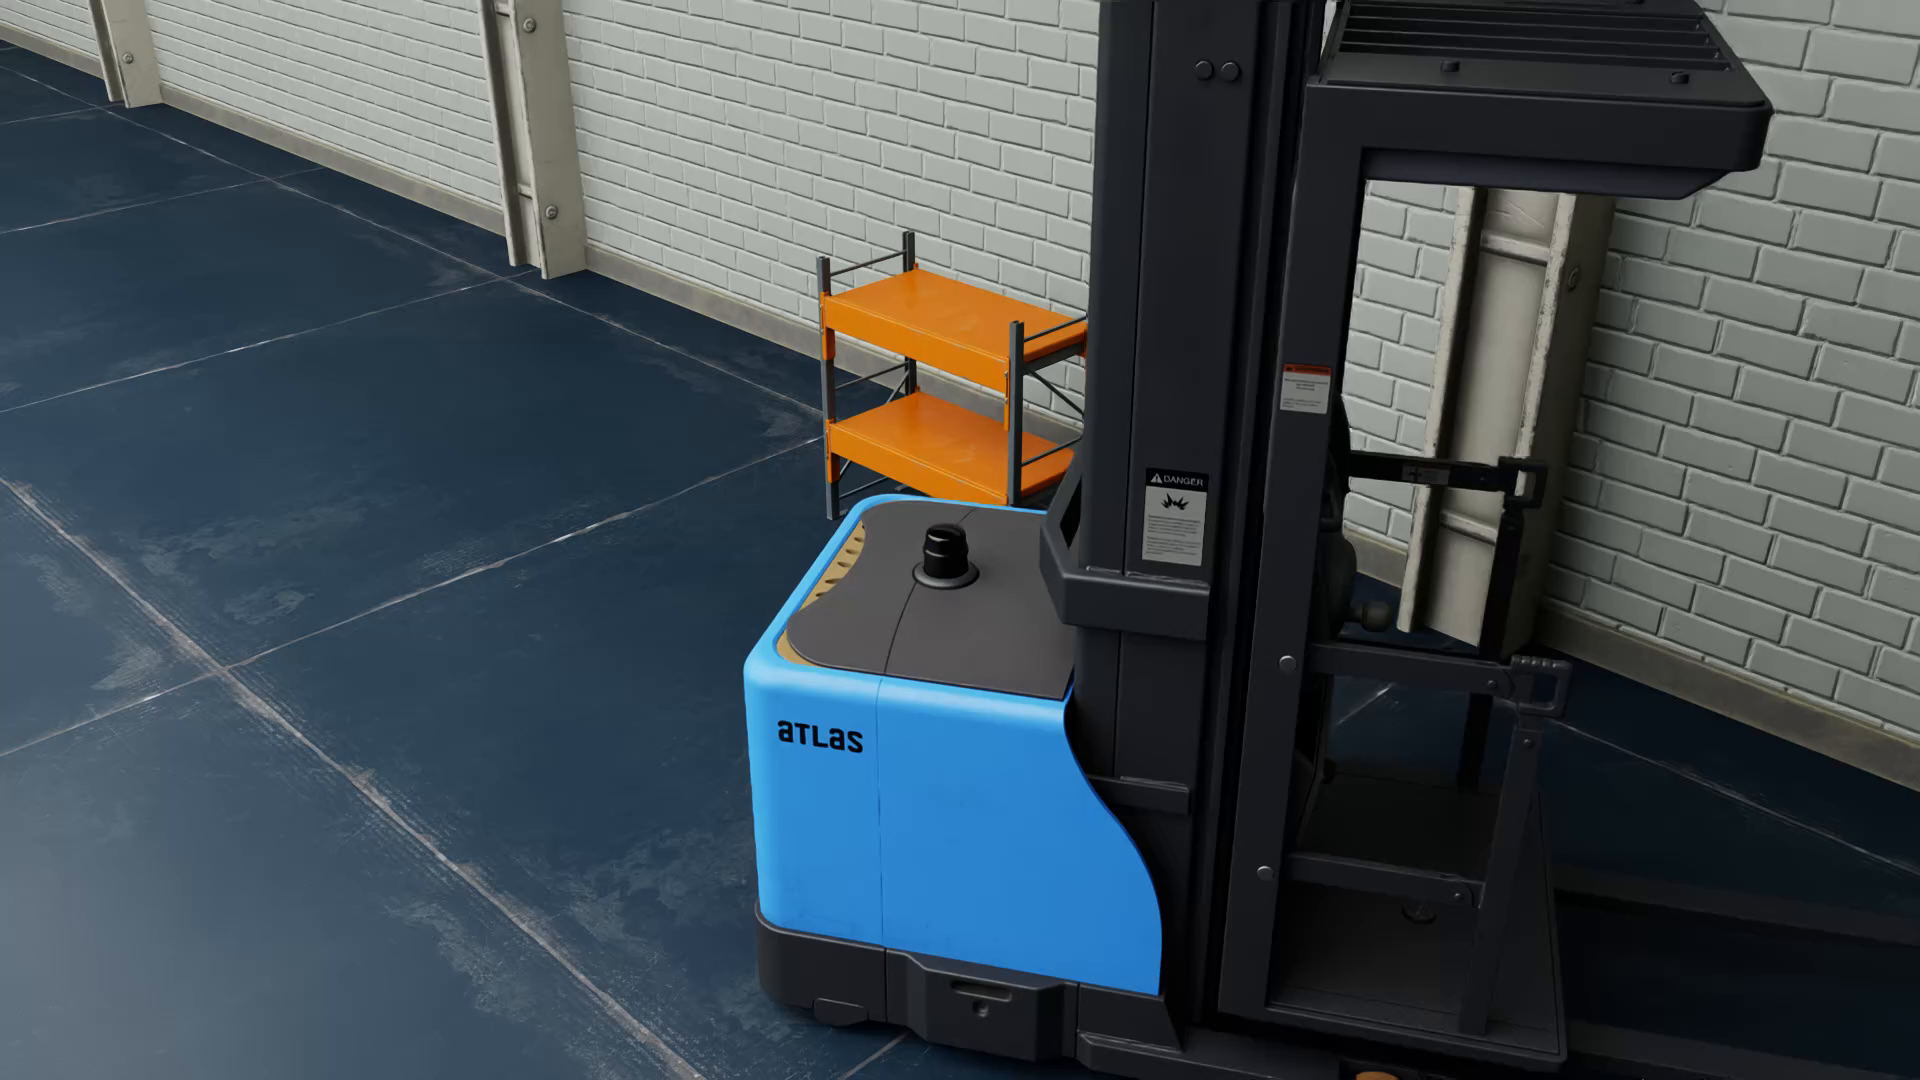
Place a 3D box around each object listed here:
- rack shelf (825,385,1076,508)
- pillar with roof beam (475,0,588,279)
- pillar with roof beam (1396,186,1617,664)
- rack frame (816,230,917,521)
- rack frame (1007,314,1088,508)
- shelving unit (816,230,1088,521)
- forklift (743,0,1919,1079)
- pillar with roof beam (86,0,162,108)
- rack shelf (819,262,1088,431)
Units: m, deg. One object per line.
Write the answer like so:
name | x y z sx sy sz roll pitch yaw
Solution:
rack shelf | -0.005 -0.284 6.606 1.000 0.278 0.538 25 36 38
pillar with roof beam | -5.440 -4.175 5.021 0.400 9.000 9.100 25 36 38
pillar with roof beam | -1.162 -2.217 1.297 0.400 9.000 9.100 25 36 38
rack frame | -0.367 -0.666 6.808 0.032 1.125 0.500 25 36 38
rack frame | 0.358 -0.334 6.177 0.032 1.125 0.500 25 36 38
shelving unit | -0.005 -0.500 6.492 1.048 1.125 0.538 25 36 38
forklift | 1.045 -0.103 3.796 3.031 2.935 1.130 7 29 13
pillar with roof beam | -9.719 -6.133 8.744 0.400 9.000 9.100 25 36 38
rack shelf | -0.005 -0.759 6.356 1.000 0.278 0.538 25 36 38
